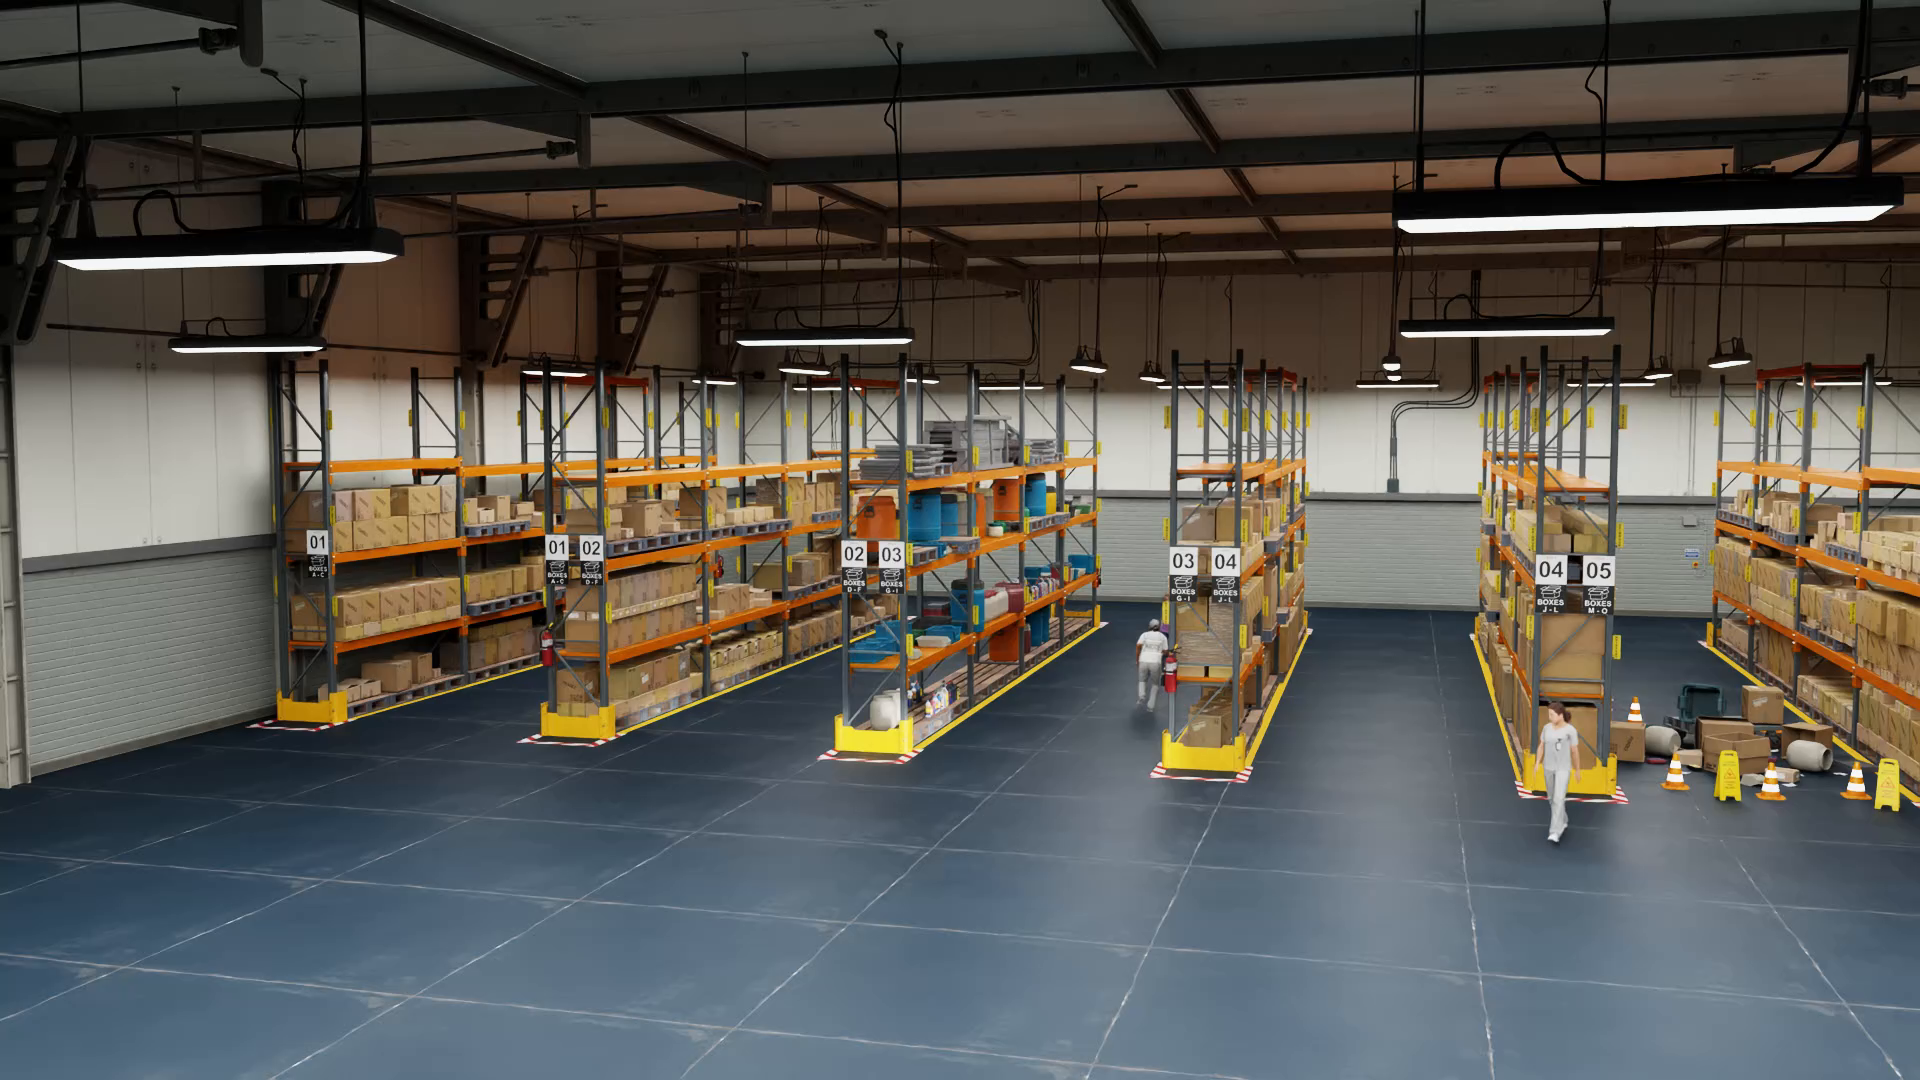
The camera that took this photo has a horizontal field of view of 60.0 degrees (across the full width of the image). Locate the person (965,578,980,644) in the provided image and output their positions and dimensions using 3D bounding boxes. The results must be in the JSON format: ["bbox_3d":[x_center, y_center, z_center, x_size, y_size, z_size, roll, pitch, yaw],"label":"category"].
[{"bbox_3d":[0.239,1.468,37.240,0.574,1.723,0.532,4,5,41],"label":"person"}]

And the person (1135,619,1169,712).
[{"bbox_3d":[3.321,2.159,28.809,0.562,1.563,0.716,1,4,17],"label":"person"}]

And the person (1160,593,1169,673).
[{"bbox_3d":[4.193,1.835,33.100,0.416,1.548,0.768,1,4,13],"label":"person"}]

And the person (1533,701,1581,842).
[{"bbox_3d":[7.137,2.751,19.924,0.896,1.641,0.497,-4,5,-41],"label":"person"}]
